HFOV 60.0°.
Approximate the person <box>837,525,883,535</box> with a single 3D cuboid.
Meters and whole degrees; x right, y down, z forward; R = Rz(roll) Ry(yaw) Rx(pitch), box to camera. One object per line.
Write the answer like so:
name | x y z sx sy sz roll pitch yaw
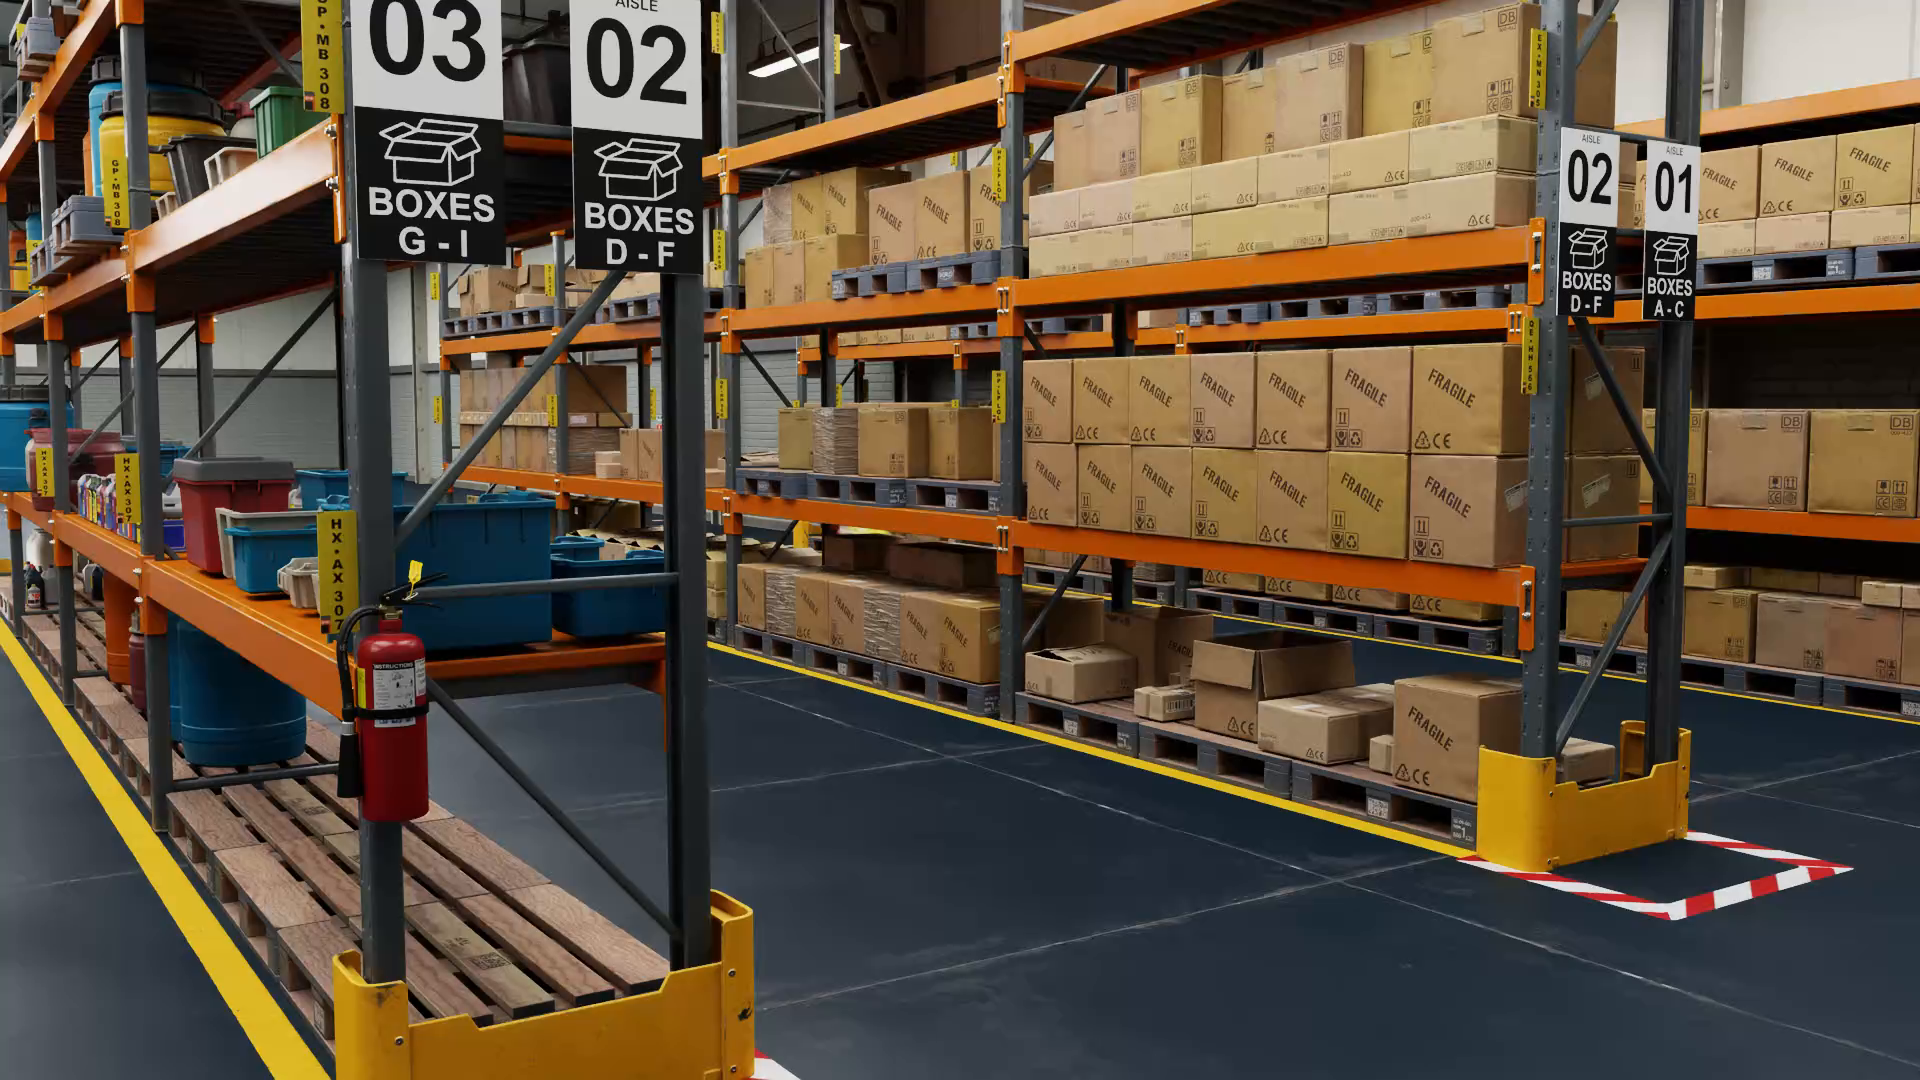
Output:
person | -0.939 0.235 16.080 0.593 1.001 0.862 -3 6 -34
